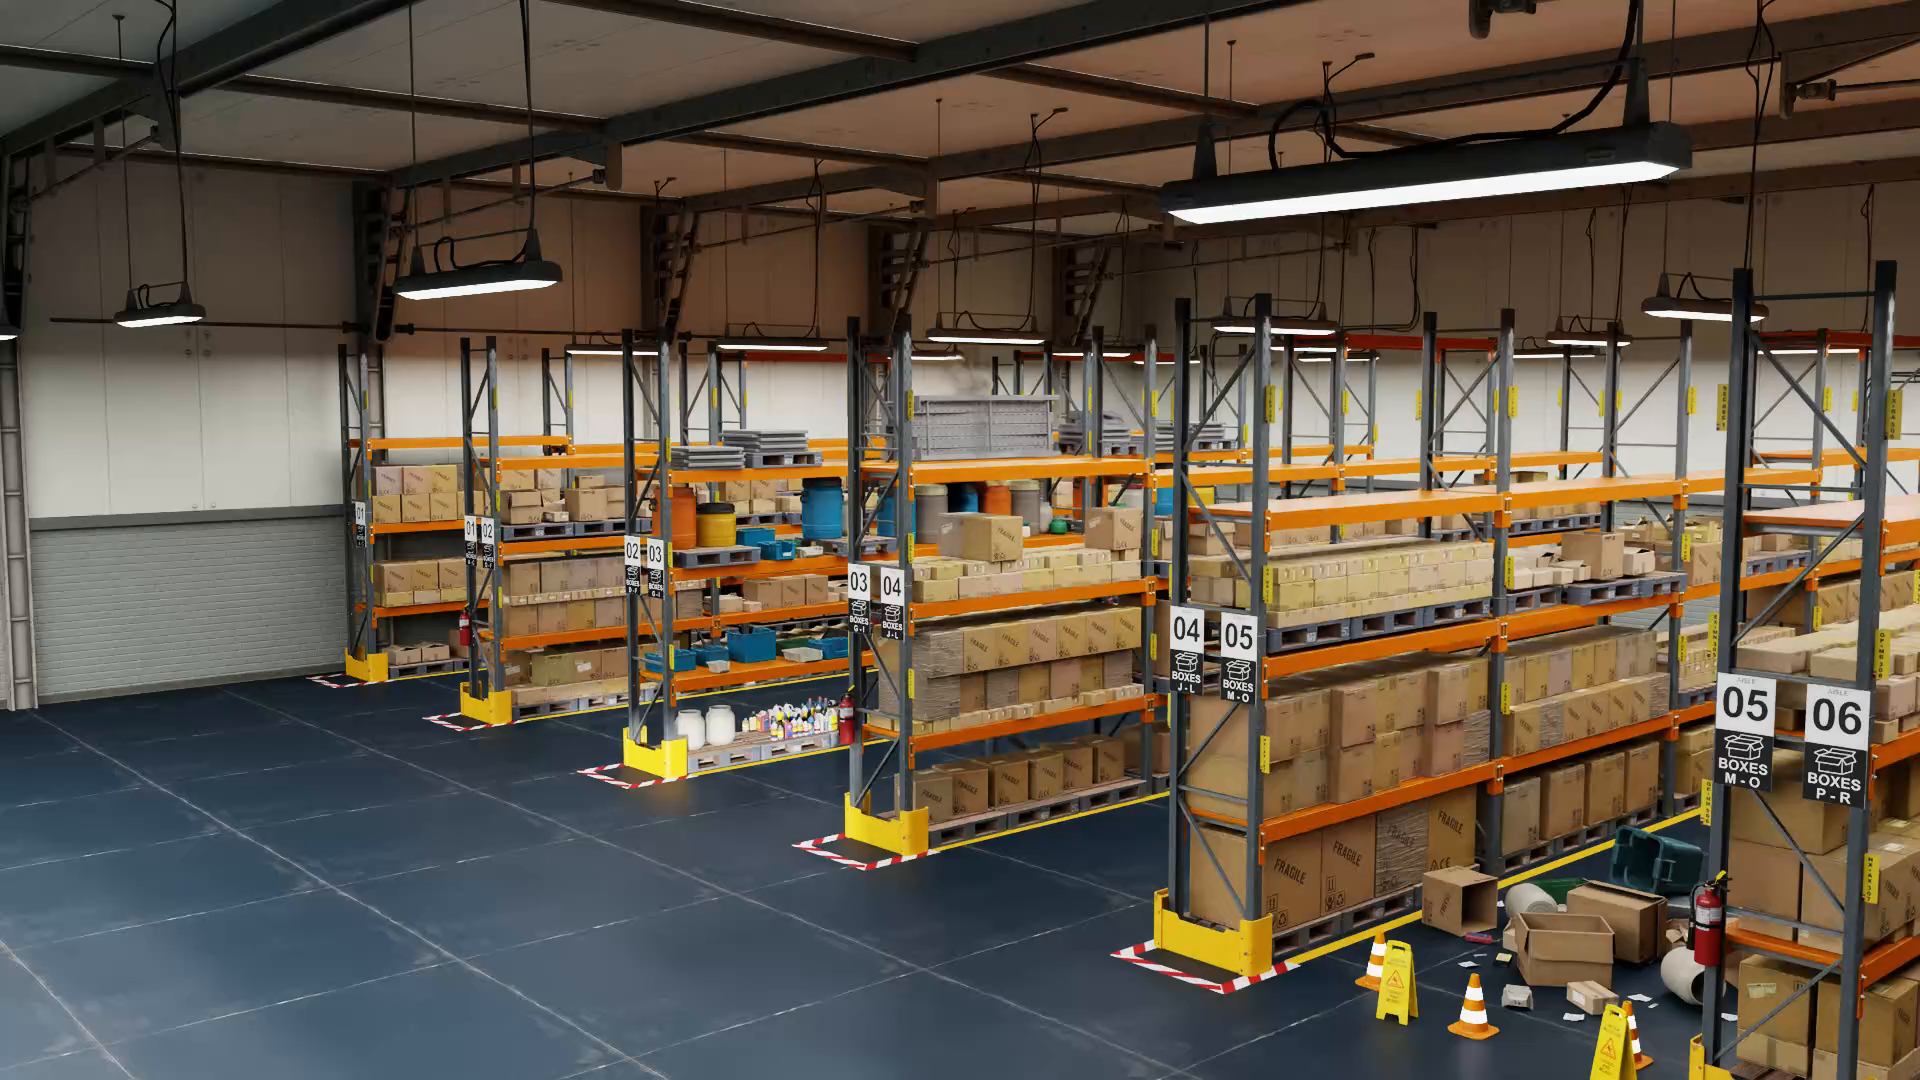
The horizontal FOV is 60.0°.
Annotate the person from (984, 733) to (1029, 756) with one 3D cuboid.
[{"bbox_3d":[0.583,2.260,22.470,0.697,1.779,0.978,5,7,41],"label":"person"}]
